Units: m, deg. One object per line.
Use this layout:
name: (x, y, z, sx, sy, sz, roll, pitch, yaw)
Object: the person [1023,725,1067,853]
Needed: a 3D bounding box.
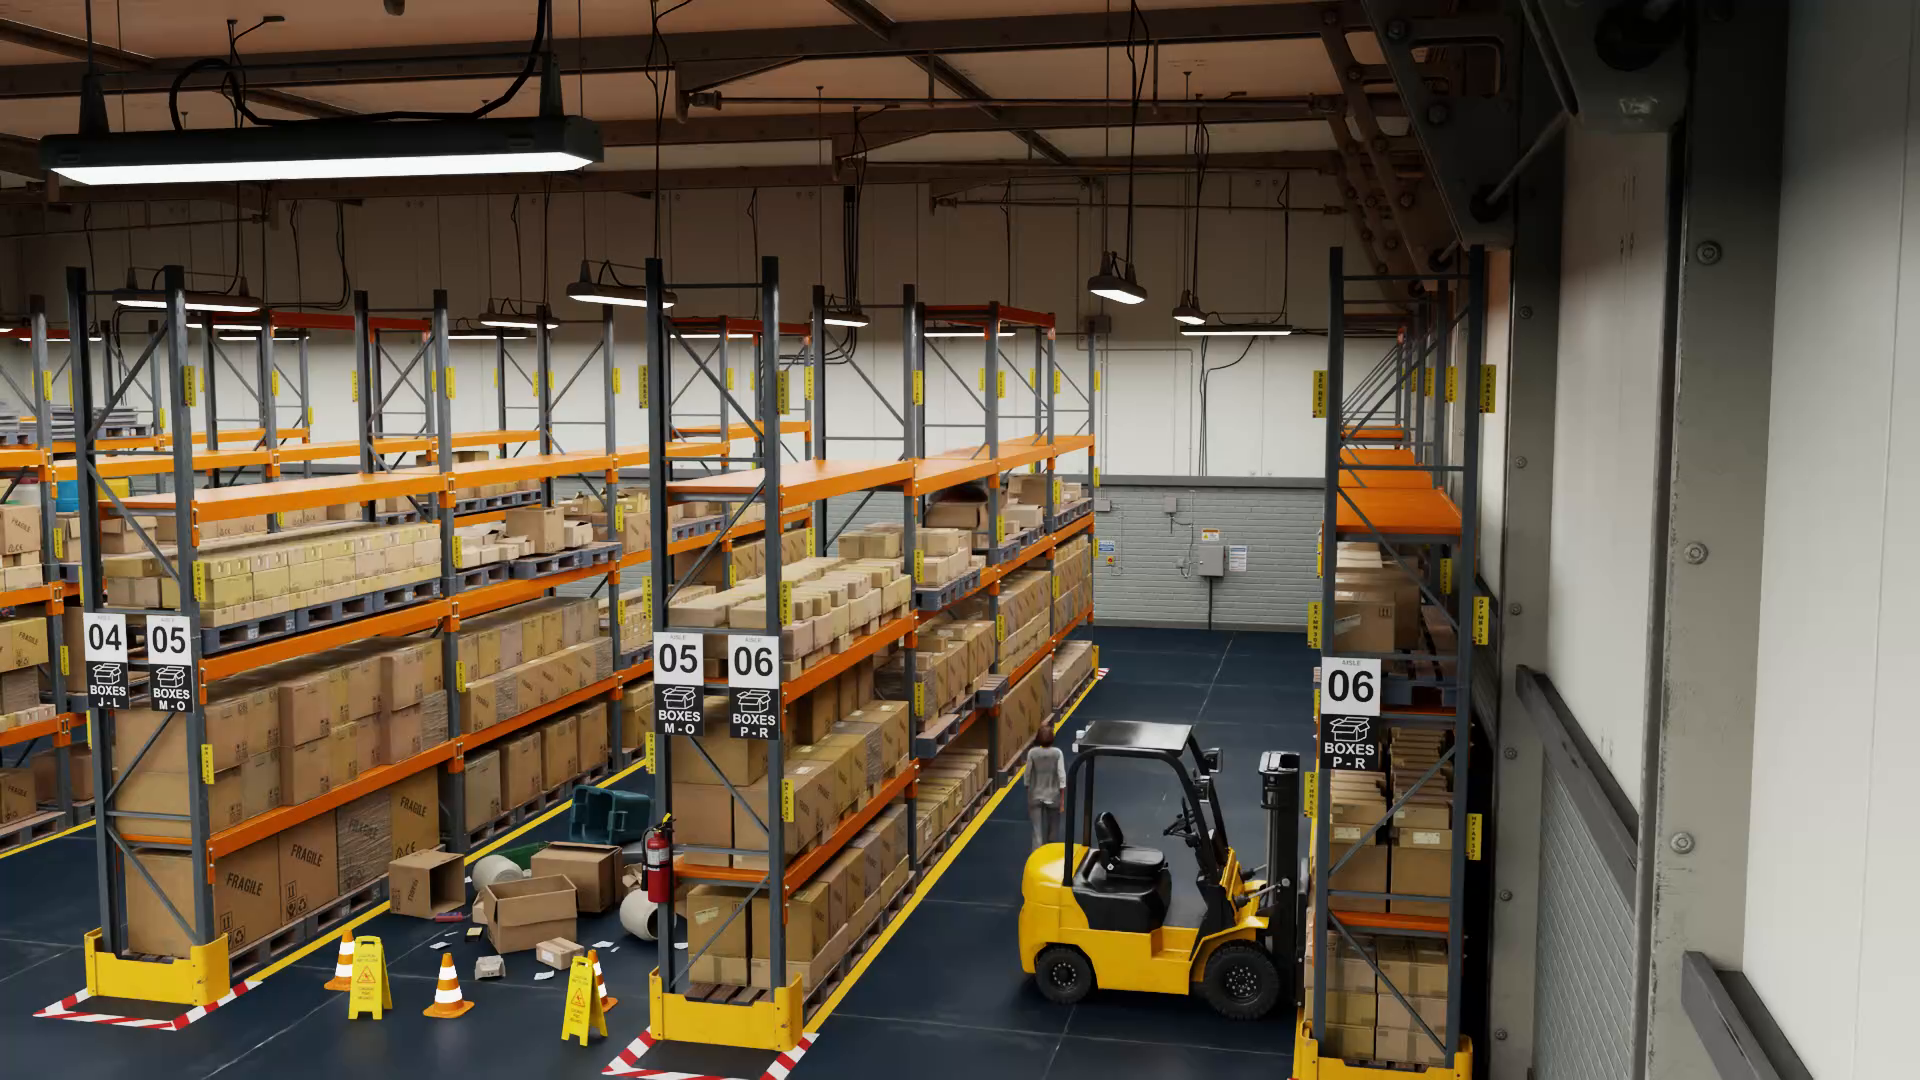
person: (0.877, 2.646, 17.135, 0.454, 1.550, 0.911, 1, 6, 5)
